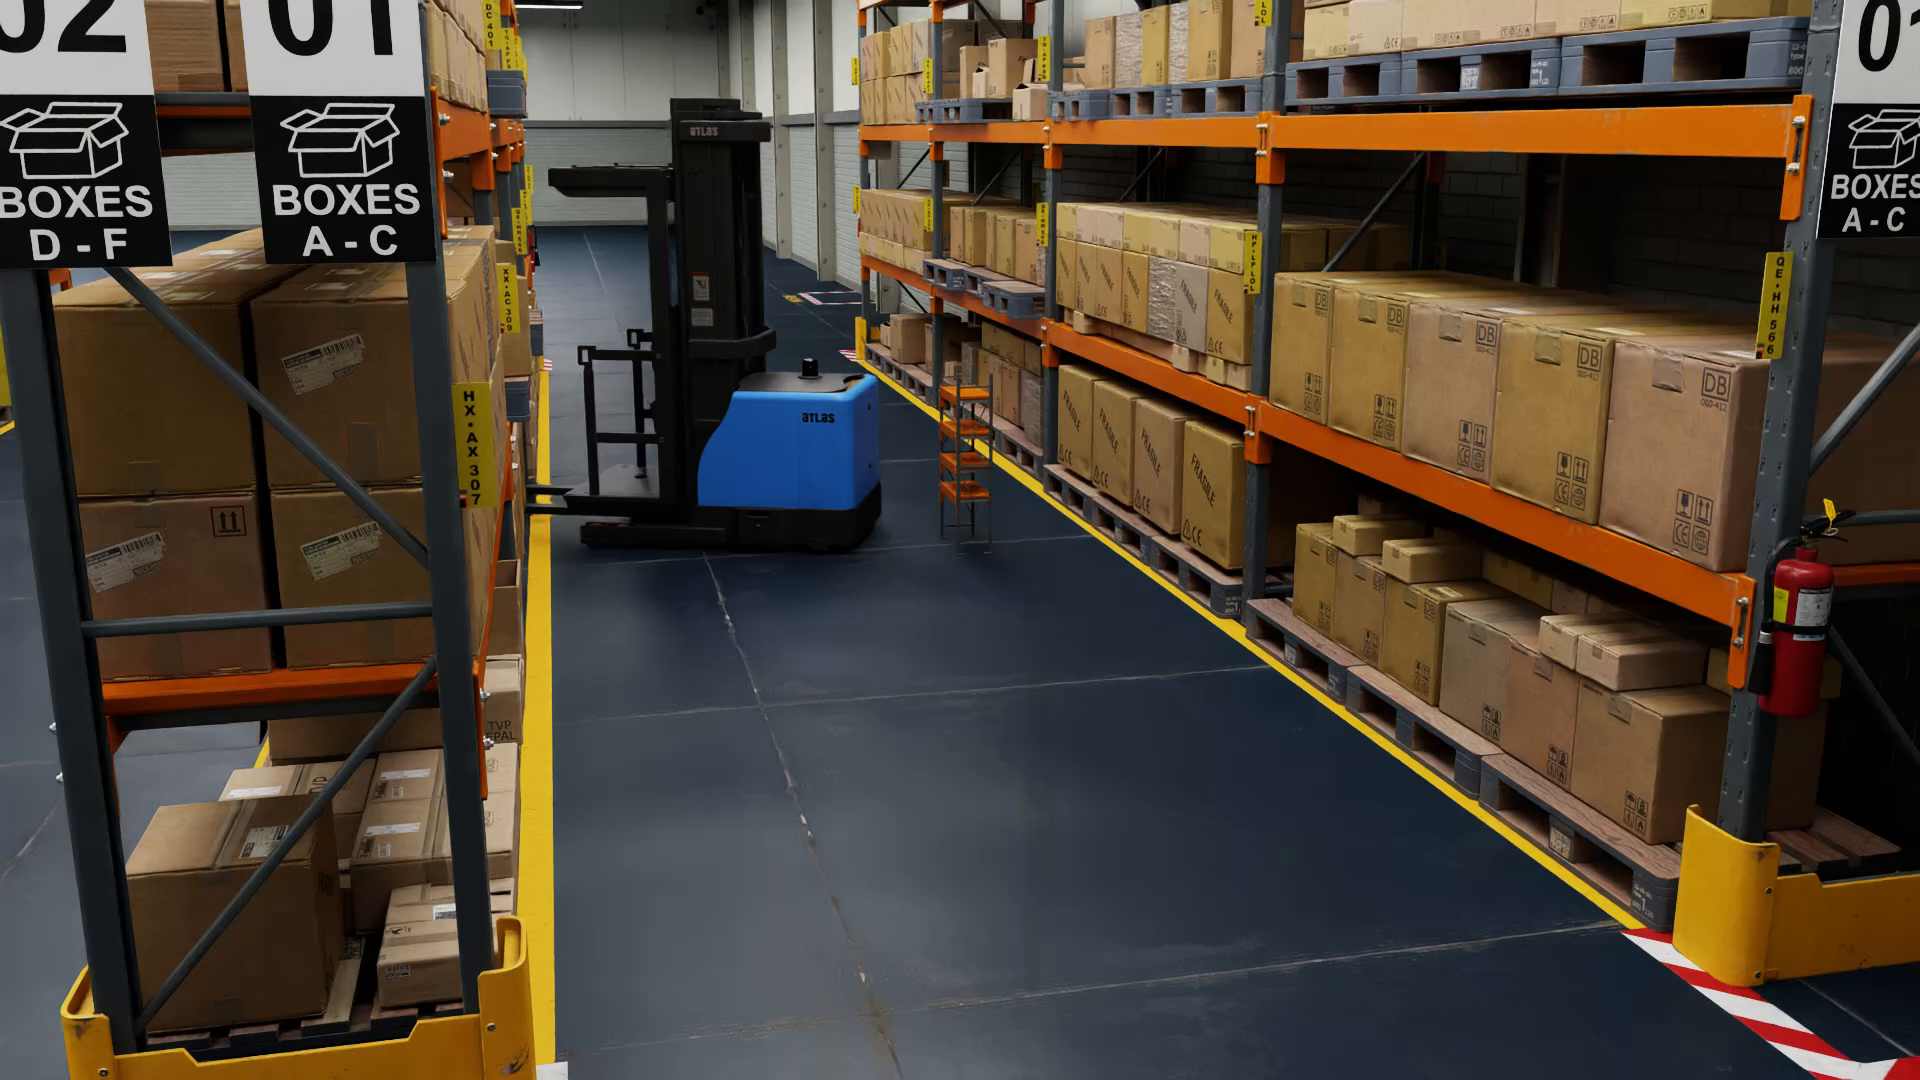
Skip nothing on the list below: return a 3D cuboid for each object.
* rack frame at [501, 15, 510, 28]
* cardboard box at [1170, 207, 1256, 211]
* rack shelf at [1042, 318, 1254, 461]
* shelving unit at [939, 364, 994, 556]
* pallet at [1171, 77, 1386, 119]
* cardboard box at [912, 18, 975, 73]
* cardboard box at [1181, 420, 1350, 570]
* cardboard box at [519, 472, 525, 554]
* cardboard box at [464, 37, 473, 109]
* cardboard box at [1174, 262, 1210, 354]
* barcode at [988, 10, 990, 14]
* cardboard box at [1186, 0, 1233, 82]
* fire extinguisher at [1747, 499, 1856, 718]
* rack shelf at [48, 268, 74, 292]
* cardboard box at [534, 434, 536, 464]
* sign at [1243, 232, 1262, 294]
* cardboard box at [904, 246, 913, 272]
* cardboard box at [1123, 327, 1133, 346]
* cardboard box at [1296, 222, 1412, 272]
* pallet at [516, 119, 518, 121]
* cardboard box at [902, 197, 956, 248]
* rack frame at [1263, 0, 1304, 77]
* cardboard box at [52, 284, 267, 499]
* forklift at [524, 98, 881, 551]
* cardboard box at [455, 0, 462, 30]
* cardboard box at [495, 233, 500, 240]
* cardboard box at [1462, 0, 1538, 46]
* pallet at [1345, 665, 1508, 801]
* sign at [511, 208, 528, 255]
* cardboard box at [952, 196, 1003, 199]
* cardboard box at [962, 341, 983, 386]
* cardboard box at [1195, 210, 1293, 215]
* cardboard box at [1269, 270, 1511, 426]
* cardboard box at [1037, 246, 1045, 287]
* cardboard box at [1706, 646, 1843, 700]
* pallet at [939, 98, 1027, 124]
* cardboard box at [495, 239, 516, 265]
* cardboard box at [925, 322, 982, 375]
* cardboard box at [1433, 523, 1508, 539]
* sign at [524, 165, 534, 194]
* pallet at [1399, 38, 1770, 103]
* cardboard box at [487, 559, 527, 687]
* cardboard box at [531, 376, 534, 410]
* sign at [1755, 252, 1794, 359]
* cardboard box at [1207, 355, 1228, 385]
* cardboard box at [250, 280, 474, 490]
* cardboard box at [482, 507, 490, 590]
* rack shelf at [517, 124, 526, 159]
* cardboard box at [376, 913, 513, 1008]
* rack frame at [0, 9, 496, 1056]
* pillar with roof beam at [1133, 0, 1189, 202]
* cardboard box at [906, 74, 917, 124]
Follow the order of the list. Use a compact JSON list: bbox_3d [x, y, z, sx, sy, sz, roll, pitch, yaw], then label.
[{"bbox_3d":[-4.597,-5.474,14.873,1.000,3.000,0.127,-3,14,-13],"label":"rack frame"},{"bbox_3d":[1.751,-2.153,11.459,0.500,0.250,0.500,-4,14,-15],"label":"cardboard box"},{"bbox_3d":[1.627,-1.103,11.138,1.077,0.370,4.000,-3,14,-13],"label":"rack shelf"},{"bbox_3d":[0.039,-0.545,11.128,0.258,1.200,0.503,-3,14,-13],"label":"shelving unit"},{"bbox_3d":[1.833,-2.564,9.685,0.805,0.209,1.217,-4,14,-15],"label":"pallet"},{"bbox_3d":[-0.164,-4.938,16.641,0.500,0.500,0.500,-5,14,-18],"label":"cardboard box"},{"bbox_3d":[1.817,-0.294,9.954,0.750,0.750,0.750,-3,14,-13],"label":"cardboard box"},{"bbox_3d":[-2.959,-0.194,10.240,0.500,0.500,0.500,-4,14,-15],"label":"cardboard box"},{"bbox_3d":[-1.999,-1.655,5.876,0.500,0.250,0.500,-3,14,-13],"label":"cardboard box"},{"bbox_3d":[1.614,-1.404,9.972,0.500,0.500,0.500,-3,14,-13],"label":"cardboard box"},{"bbox_3d":[0.309,-5.561,17.547,0.001,0.075,0.075,-3,14,-13],"label":"barcode"},{"bbox_3d":[1.803,-3.045,10.111,0.700,0.500,0.500,-4,14,-14],"label":"cardboard box"},{"bbox_3d":[2.623,0.211,5.193,0.296,0.674,0.183,-3,14,-13],"label":"fire extinguisher"},{"bbox_3d":[-9.882,-2.397,16.432,1.077,0.370,4.000,-3,14,-13],"label":"rack shelf"},{"bbox_3d":[-3.614,-0.758,13.120,0.500,0.250,0.500,-4,14,-15],"label":"cardboard box"},{"bbox_3d":[1.571,-1.483,8.903,0.100,0.325,0.005,-3,14,-13],"label":"sign"},{"bbox_3d":[-0.297,-2.981,17.584,0.500,0.250,0.500,-3,14,-13],"label":"cardboard box"},{"bbox_3d":[1.338,-1.418,11.396,0.380,0.149,0.250,-3,14,-12],"label":"cardboard box"},{"bbox_3d":[2.242,-1.679,9.519,0.500,0.250,0.500,-3,14,-11],"label":"cardboard box"},{"bbox_3d":[-5.105,-4.450,17.188,1.003,0.211,1.213,-3,14,-13],"label":"pallet"},{"bbox_3d":[-0.317,-3.345,17.490,0.500,0.500,0.500,-3,14,-14],"label":"cardboard box"},{"bbox_3d":[2.096,-3.906,8.452,1.000,3.000,0.127,-3,14,-13],"label":"rack frame"},{"bbox_3d":[-2.150,-0.413,4.480,0.500,0.500,0.500,-3,14,-14],"label":"cardboard box"},{"bbox_3d":[-2.121,-1.486,11.335,3.031,2.935,1.130,2,14,8],"label":"forklift"},{"bbox_3d":[-1.880,-1.782,5.345,0.500,0.250,0.500,-3,14,-13],"label":"cardboard box"},{"bbox_3d":[-4.707,-2.710,15.990,0.700,0.500,0.500,-4,14,-15],"label":"cardboard box"},{"bbox_3d":[2.356,-2.099,6.600,0.500,0.250,0.500,-4,14,-15],"label":"cardboard box"},{"bbox_3d":[2.489,0.825,7.605,1.003,0.211,1.213,-3,14,-13],"label":"pallet"},{"bbox_3d":[-3.132,-2.193,11.812,0.100,0.325,0.005,-3,14,-13],"label":"sign"},{"bbox_3d":[0.192,-3.378,17.625,0.500,0.500,0.500,-3,14,-13],"label":"cardboard box"},{"bbox_3d":[0.407,-1.667,16.271,0.700,0.500,0.500,-3,14,-11],"label":"cardboard box"},{"bbox_3d":[1.871,-2.035,10.978,0.500,0.250,0.500,-4,14,-15],"label":"cardboard box"},{"bbox_3d":[2.208,-1.011,8.613,0.980,0.700,0.700,-3,14,-12],"label":"cardboard box"},{"bbox_3d":[1.037,-2.284,13.319,0.700,0.500,0.500,-5,15,-20],"label":"cardboard box"},{"bbox_3d":[2.998,0.488,6.123,0.380,0.149,0.250,-3,14,-13],"label":"cardboard box"},{"bbox_3d":[0.506,-3.815,14.799,1.213,0.211,1.003,-3,14,-13],"label":"pallet"},{"bbox_3d":[-3.400,-1.751,11.177,0.700,0.500,0.500,-9,16,-32],"label":"cardboard box"},{"bbox_3d":[-0.065,-2.073,17.934,0.500,0.500,0.500,-4,14,-17],"label":"cardboard box"},{"bbox_3d":[2.520,0.020,8.041,0.380,0.149,0.250,-4,14,-15],"label":"cardboard box"},{"bbox_3d":[-5.005,-4.187,19.307,0.100,0.325,0.005,-3,14,-13],"label":"sign"},{"bbox_3d":[2.561,-1.935,6.894,1.003,0.211,1.213,-3,14,-13],"label":"pallet"},{"bbox_3d":[-2.308,0.402,7.802,0.500,0.500,0.500,-3,14,-13],"label":"cardboard box"},{"bbox_3d":[-3.865,-1.272,14.040,0.500,0.311,0.500,-3,14,-14],"label":"cardboard box"},{"bbox_3d":[2.505,-0.719,5.111,0.100,0.325,0.005,-3,14,-13],"label":"sign"},{"bbox_3d":[1.660,-0.998,9.679,0.380,0.149,0.250,-3,14,-12],"label":"cardboard box"},{"bbox_3d":[-1.626,-0.443,4.602,0.500,0.500,0.500,-3,14,-11],"label":"cardboard box"},{"bbox_3d":[-1.753,-0.076,5.207,0.500,0.500,0.500,-3,14,-14],"label":"cardboard box"},{"bbox_3d":[-5.066,-4.129,17.202,1.077,0.370,4.000,-3,14,-13],"label":"rack shelf"},{"bbox_3d":[-1.543,1.264,5.013,0.380,0.149,0.250,-3,14,-13],"label":"cardboard box"},{"bbox_3d":[-1.778,0.208,4.253,1.000,3.000,0.127,-3,14,-13],"label":"rack frame"},{"bbox_3d":[-2.492,-4.936,12.672,9.100,9.000,0.400,-3,14,-13],"label":"pillar with roof beam"},{"bbox_3d":[-0.248,-4.572,17.249,0.500,0.500,0.500,-5,14,-18],"label":"cardboard box"}]
